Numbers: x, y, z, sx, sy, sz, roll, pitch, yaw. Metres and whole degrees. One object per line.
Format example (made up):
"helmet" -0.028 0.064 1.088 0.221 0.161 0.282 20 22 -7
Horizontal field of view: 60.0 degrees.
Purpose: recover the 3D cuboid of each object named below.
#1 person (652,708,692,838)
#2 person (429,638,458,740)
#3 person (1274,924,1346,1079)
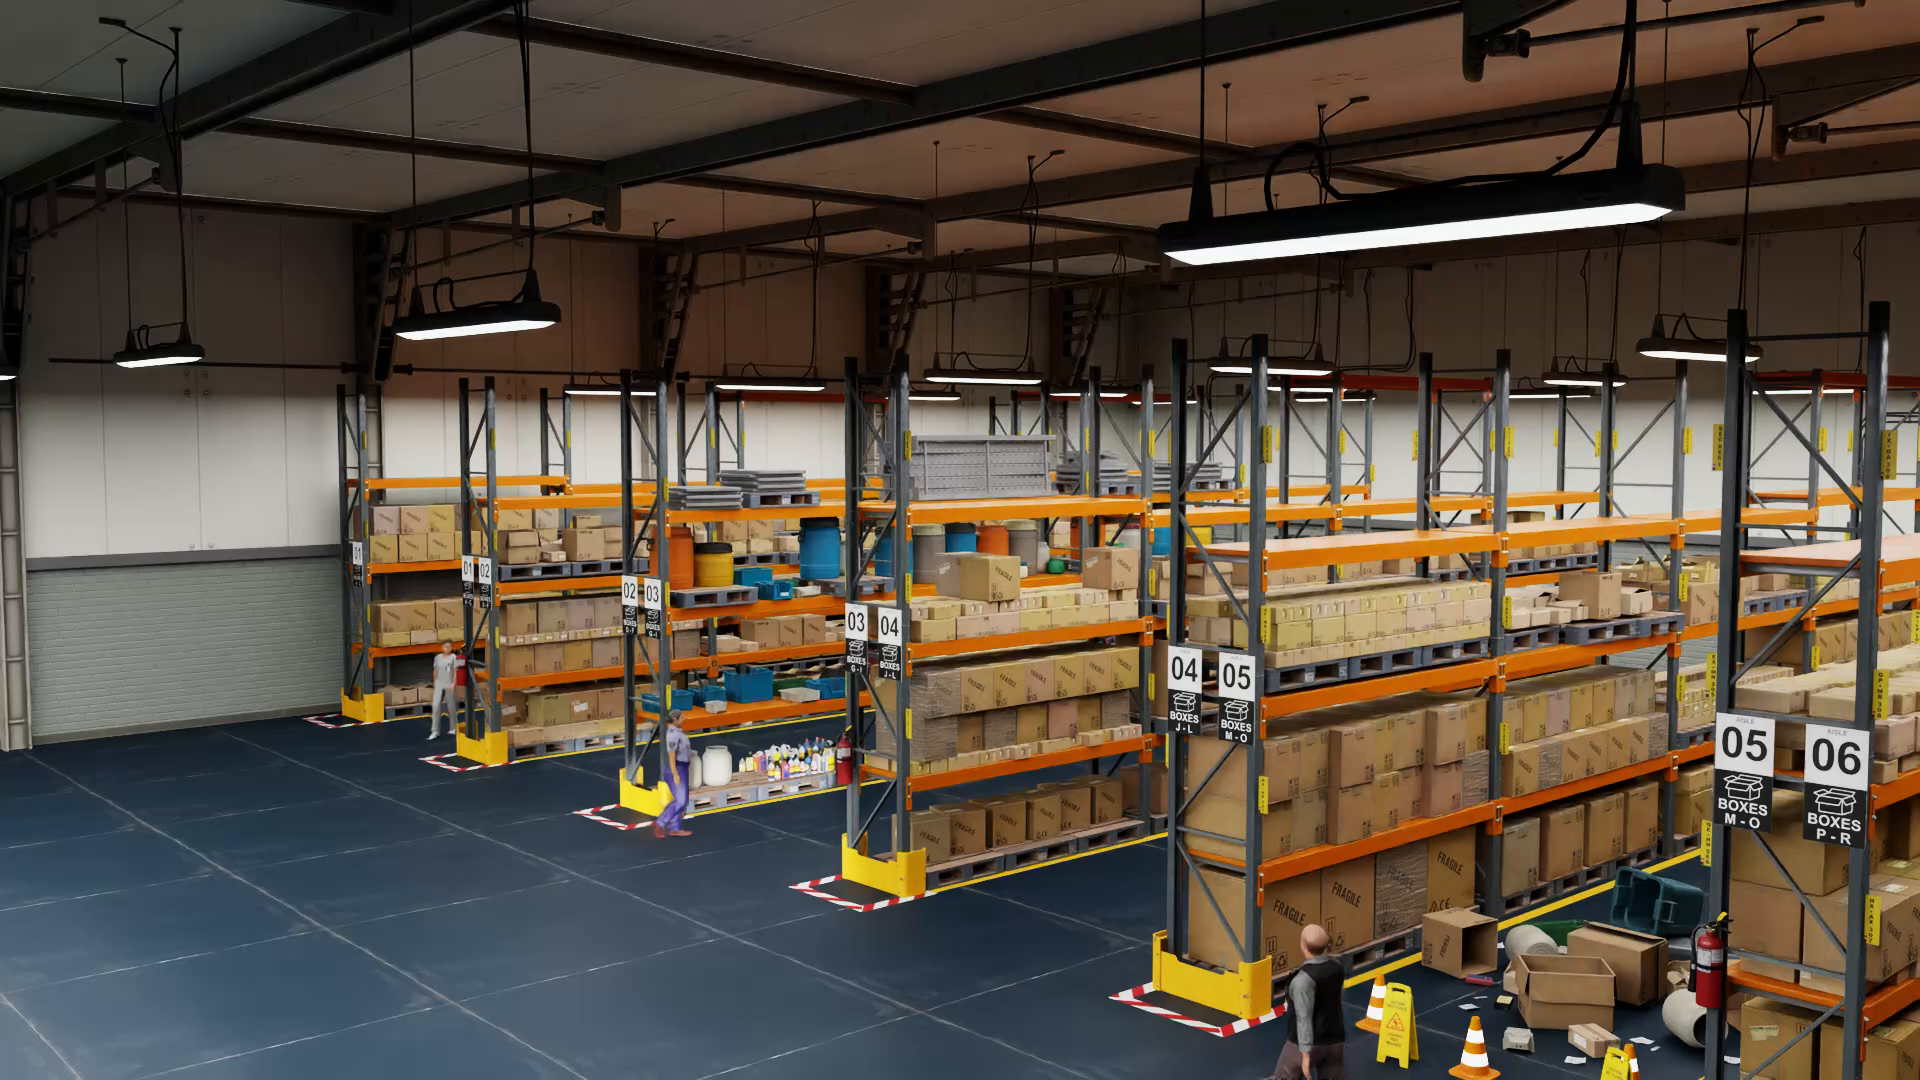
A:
"person" -3.663 2.967 21.117 0.486 1.642 0.617 0 4 -4
"person" -8.718 2.510 28.124 0.468 1.670 0.780 0 4 -3
"person" 2.549 3.558 11.747 0.589 1.670 1.047 -3 5 -36
